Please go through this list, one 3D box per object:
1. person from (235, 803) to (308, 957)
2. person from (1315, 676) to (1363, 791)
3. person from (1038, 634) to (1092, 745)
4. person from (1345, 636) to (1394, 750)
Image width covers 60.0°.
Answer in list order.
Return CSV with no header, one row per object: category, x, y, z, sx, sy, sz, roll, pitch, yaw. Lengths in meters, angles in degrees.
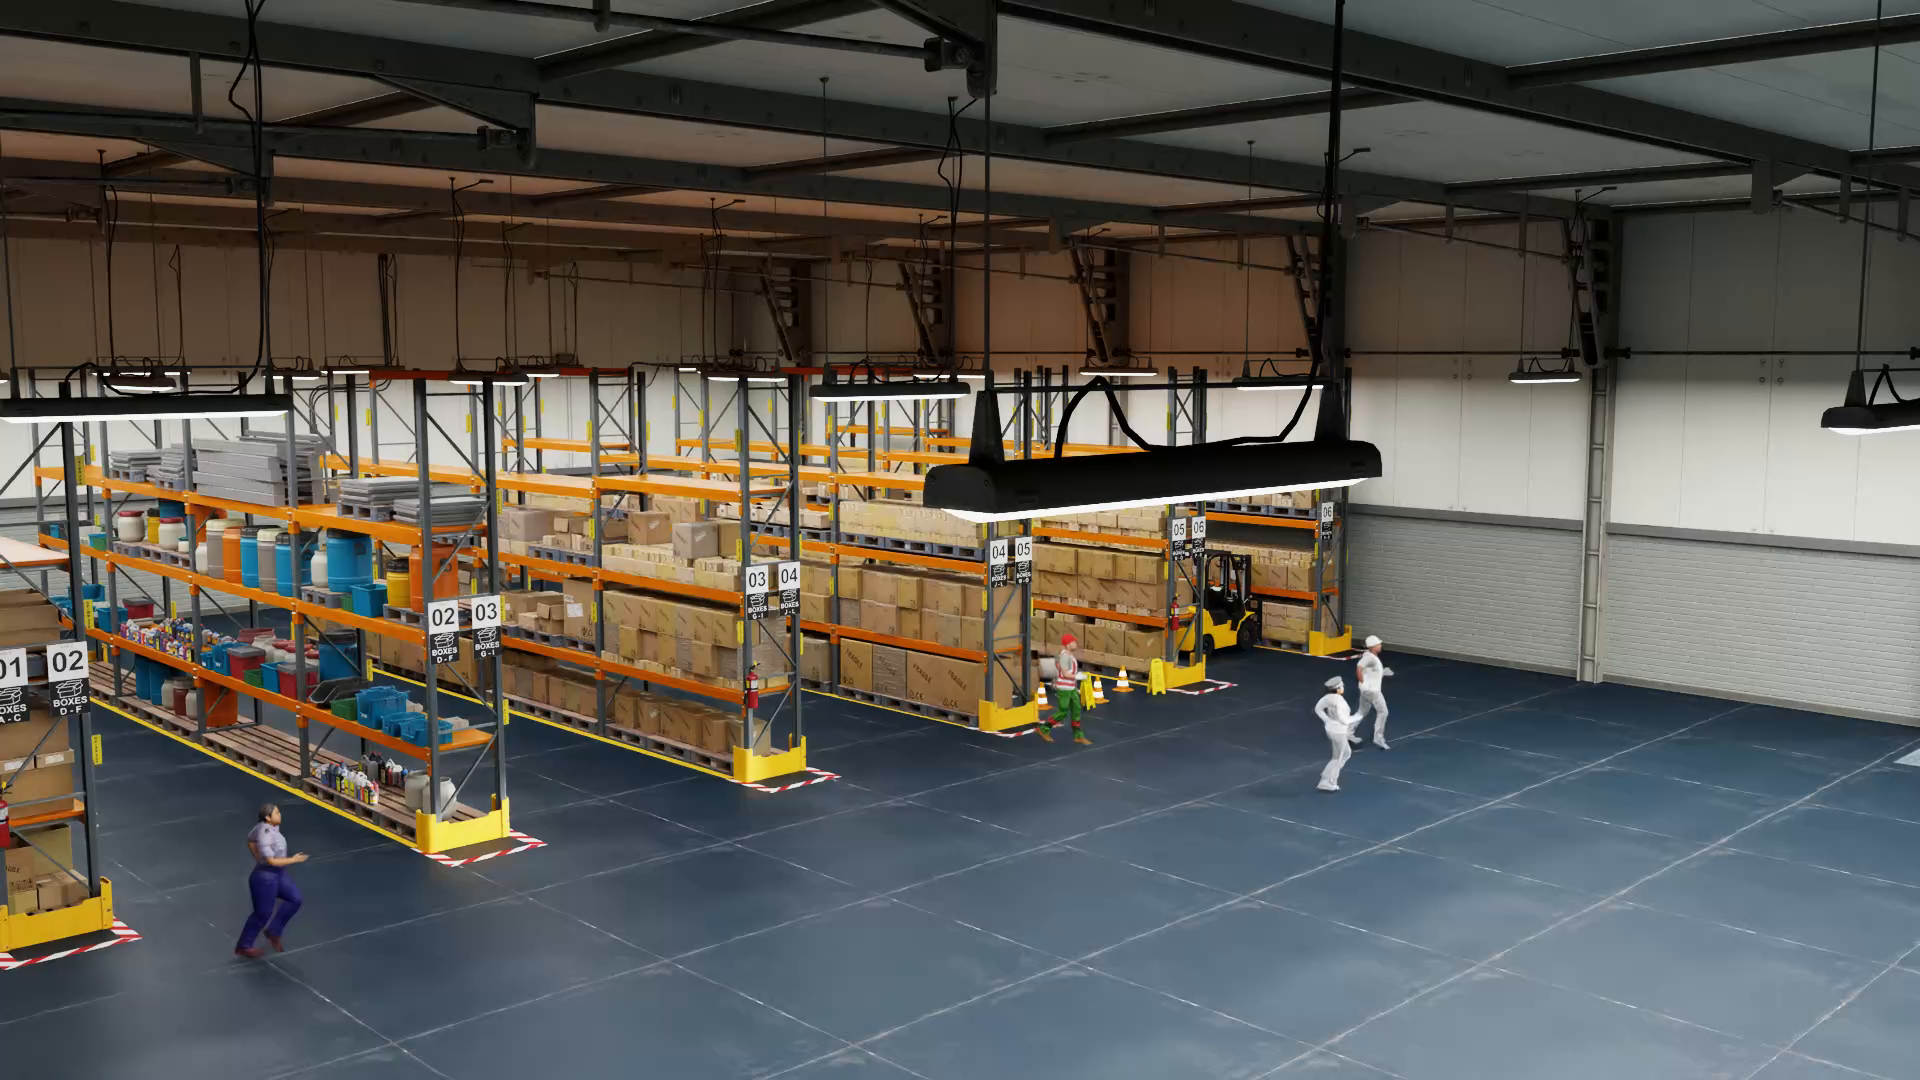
person,-7.225,3.567,17.442,0.761,1.638,0.573,-2,7,-14
person,5.465,2.796,23.983,0.630,1.705,0.595,-1,7,-9
person,1.701,2.411,26.815,0.880,1.811,0.683,1,7,10
person,6.581,2.446,26.697,0.776,1.842,0.661,0,6,2
